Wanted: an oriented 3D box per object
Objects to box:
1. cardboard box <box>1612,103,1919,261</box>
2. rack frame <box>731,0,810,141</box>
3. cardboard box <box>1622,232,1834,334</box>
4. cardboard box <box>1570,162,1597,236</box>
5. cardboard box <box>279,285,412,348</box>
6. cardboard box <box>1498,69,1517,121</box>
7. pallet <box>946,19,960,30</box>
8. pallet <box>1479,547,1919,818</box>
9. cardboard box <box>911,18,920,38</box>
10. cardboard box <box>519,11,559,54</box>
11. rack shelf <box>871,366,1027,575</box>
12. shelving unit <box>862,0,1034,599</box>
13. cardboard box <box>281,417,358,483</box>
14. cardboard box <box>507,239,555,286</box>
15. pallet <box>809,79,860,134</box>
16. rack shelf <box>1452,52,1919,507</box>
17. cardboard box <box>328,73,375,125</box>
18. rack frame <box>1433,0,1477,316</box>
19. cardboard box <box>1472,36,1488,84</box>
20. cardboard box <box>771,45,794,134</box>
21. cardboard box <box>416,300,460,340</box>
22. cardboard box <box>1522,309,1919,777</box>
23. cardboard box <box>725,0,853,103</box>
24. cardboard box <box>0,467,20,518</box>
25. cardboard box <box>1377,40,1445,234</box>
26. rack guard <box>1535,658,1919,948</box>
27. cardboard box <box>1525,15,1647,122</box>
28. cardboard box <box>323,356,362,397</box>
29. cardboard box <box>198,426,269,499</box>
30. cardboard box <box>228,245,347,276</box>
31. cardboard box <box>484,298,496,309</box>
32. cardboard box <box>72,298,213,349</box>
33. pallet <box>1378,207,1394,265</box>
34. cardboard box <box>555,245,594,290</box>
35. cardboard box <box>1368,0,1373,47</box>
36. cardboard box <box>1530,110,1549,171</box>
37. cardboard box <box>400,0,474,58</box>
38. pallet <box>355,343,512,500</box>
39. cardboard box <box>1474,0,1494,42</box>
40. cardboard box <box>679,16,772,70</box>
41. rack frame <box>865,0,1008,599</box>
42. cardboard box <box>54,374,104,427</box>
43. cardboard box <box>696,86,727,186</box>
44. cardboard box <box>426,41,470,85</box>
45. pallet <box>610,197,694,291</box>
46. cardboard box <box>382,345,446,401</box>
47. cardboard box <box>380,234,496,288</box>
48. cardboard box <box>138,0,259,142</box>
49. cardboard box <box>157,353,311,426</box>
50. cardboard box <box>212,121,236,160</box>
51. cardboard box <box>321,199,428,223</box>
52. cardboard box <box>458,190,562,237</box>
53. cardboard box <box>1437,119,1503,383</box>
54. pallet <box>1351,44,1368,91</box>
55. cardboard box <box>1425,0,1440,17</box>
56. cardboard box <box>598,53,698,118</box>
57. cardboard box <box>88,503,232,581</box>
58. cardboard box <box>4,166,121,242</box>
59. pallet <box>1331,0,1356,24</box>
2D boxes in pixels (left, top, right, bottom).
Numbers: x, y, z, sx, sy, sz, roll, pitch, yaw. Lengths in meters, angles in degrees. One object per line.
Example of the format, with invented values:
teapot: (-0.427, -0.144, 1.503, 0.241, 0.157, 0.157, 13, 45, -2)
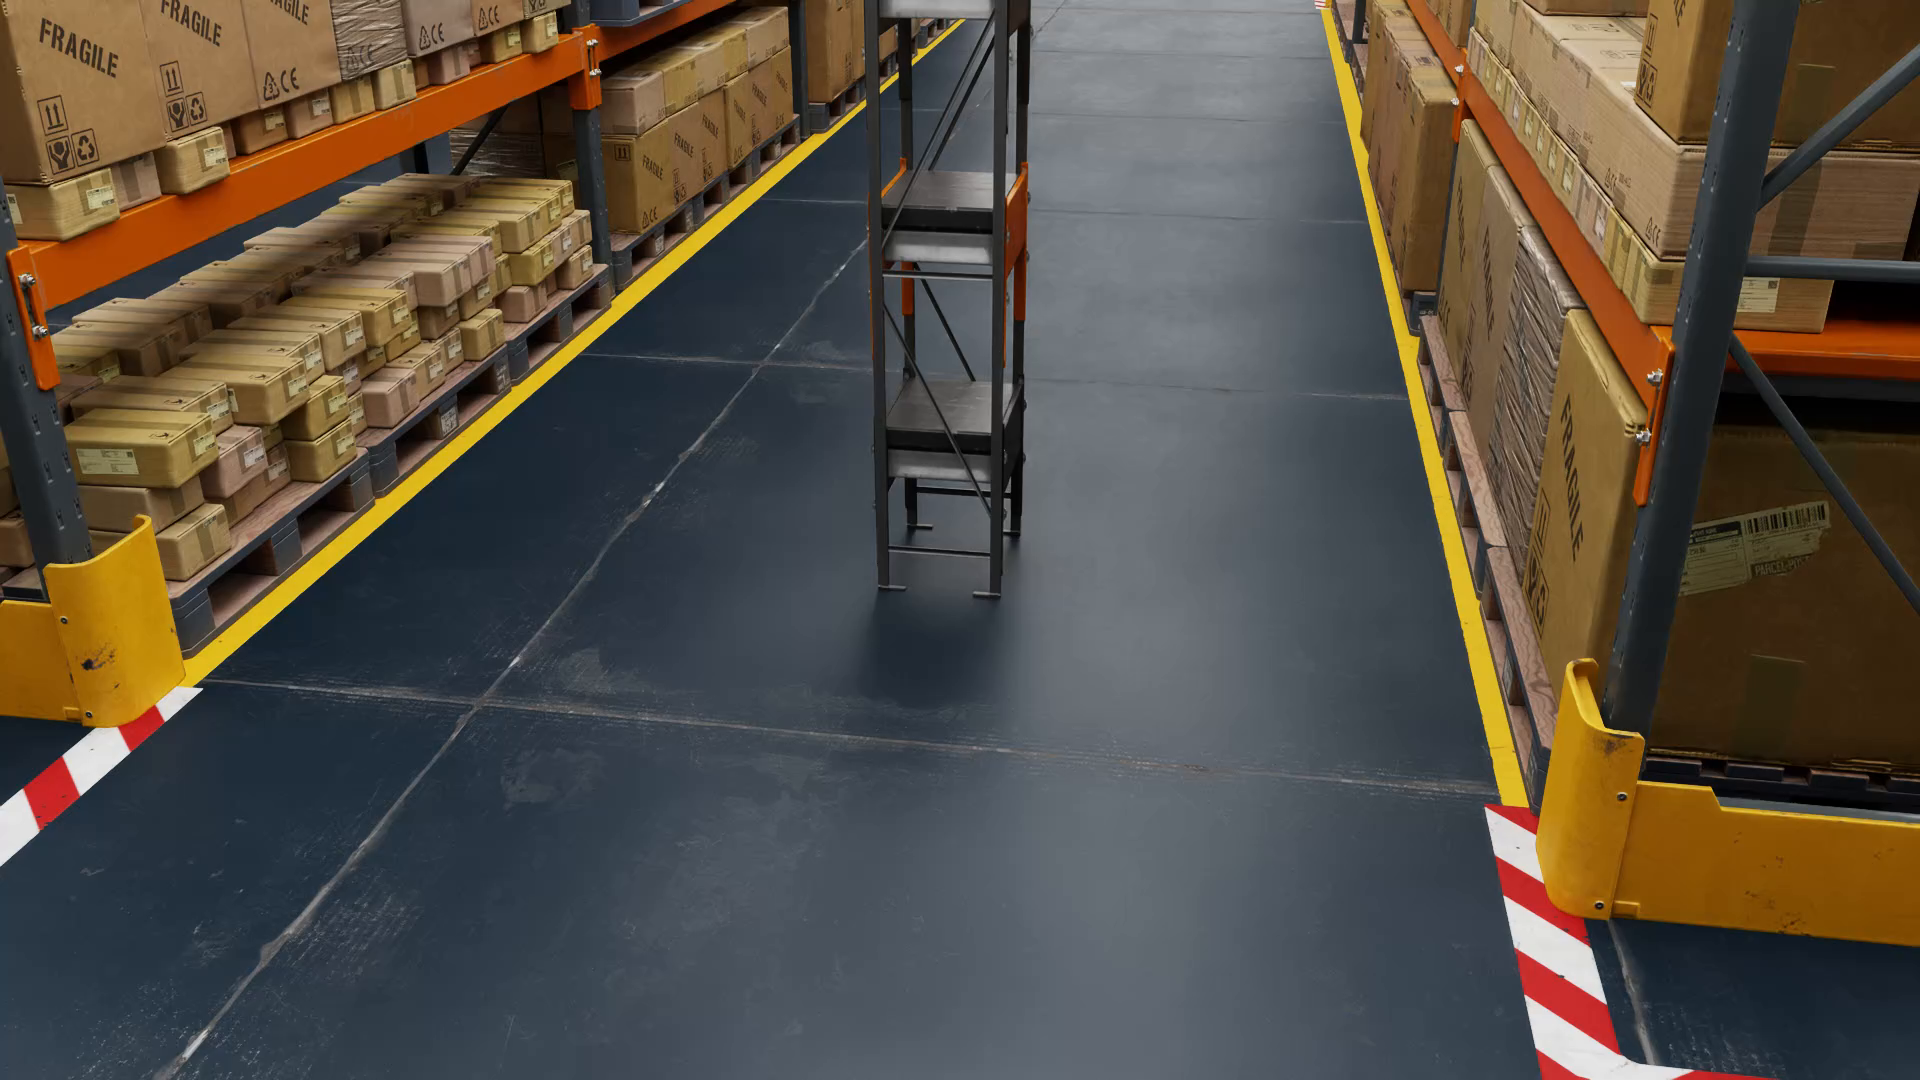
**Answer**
cardboard box: (1.810, -0.813, 3.774, 0.500, 0.250, 0.500, 4, 25, 8)
rack frame: (-1.576, -4.257, 11.306, 1.000, 3.000, 0.127, 4, 25, 9)
cardboard box: (1.726, -0.583, 3.753, 0.380, 0.149, 0.250, 5, 25, 10)
cardboard box: (1.851, -0.902, 4.434, 0.380, 0.149, 0.250, 4, 25, 9)
cardboard box: (-2.268, -0.827, 6.144, 0.380, 0.149, 0.250, 4, 25, 9)
cardboard box: (2.102, -1.546, 5.812, 0.380, 0.149, 0.250, 4, 25, 8)
pallet: (-0.524, -5.491, 17.232, 1.003, 0.211, 1.213, 4, 25, 9)
pallet: (2.046, 0.398, 4.650, 1.003, 0.211, 1.213, 4, 25, 9)
cardboard box: (-0.935, -4.835, 14.700, 1.050, 0.750, 0.750, 4, 25, 8)
cardboard box: (-1.981, -2.219, 7.249, 0.380, 0.149, 0.250, 3, 25, 7)
rack shelf: (-0.027, -0.235, 5.460, 0.431, 0.518, 0.480, 4, 25, 9)
shelving unit: (-0.027, -0.882, 5.157, 0.431, 2.100, 0.503, 4, 25, 9)
cardboard box: (-2.337, -0.326, 5.775, 0.380, 0.149, 0.250, 4, 25, 9)
cardboard box: (-2.026, -1.236, 7.370, 0.380, 0.149, 0.250, 3, 25, 7)
pallet: (-1.373, -3.318, 12.590, 1.003, 0.211, 1.213, 4, 25, 9)
rack shelf: (2.320, -1.036, 5.273, 1.077, 0.370, 4.000, 4, 25, 9)
cardboard box: (-2.303, -1.566, 5.853, 0.380, 0.149, 0.250, 5, 26, 10)
rack frame: (2.647, -2.198, 6.907, 1.000, 3.000, 0.127, 4, 25, 9)
cardboard box: (2.227, -1.874, 6.511, 0.380, 0.149, 0.250, 3, 25, 7)
cardboard box: (-1.426, -3.021, 11.120, 0.500, 0.500, 0.500, 4, 25, 8)
cardboard box: (-2.250, -0.920, 6.693, 0.380, 0.149, 0.250, 3, 25, 6)
cardboard box: (2.019, -0.026, 4.278, 0.875, 0.875, 0.875, 4, 25, 9)
cardboard box: (-1.388, -3.677, 12.225, 1.050, 0.750, 0.750, 4, 25, 8)
cardboard box: (-3.079, -0.185, 5.124, 0.380, 0.149, 0.250, 3, 25, 7)
cardboard box: (2.877, -2.069, 8.642, 1.225, 0.875, 0.875, 3, 25, 7)
rack guard: (1.989, 0.617, 3.842, 1.175, 0.500, 0.348, 4, 25, 9)
cardboard box: (2.058, -1.456, 5.148, 0.500, 0.250, 0.500, 4, 25, 9)
cardboard box: (-2.393, -0.582, 5.973, 0.380, 0.149, 0.250, 3, 25, 6)
cardboard box: (-2.445, -0.257, 5.277, 0.380, 0.149, 0.250, 4, 25, 8)
cardboard box: (-2.692, -1.071, 6.666, 0.380, 0.149, 0.250, 3, 25, 6)
cardboard box: (-2.226, -0.976, 7.164, 0.380, 0.149, 0.250, 3, 25, 7)
cardboard box: (-2.939, -0.757, 5.994, 0.380, 0.149, 0.250, 5, 26, 10)
pallet: (2.895, -1.775, 9.292, 1.003, 0.211, 1.213, 4, 25, 9)
cardboard box: (-1.958, -1.295, 7.846, 0.380, 0.149, 0.250, 4, 25, 9)
cardboard box: (3.832, -4.356, 13.947, 0.700, 0.500, 0.500, 2, 25, 4)
cardboard box: (1.976, -1.222, 5.119, 0.380, 0.149, 0.250, 5, 25, 10)
cardboard box: (-2.199, -2.117, 6.266, 0.500, 0.500, 0.500, 4, 25, 8)
pallet: (-2.502, -0.526, 6.624, 1.003, 0.211, 1.213, 4, 25, 9)
cardboard box: (2.311, -2.086, 6.495, 0.500, 0.250, 0.500, 4, 25, 8)
cardboard box: (-1.501, -3.138, 10.485, 0.500, 0.250, 0.500, 4, 25, 9)
rack frame: (-0.067, -0.780, 4.939, 0.400, 2.100, 0.015, 4, 25, 9)
cardboard box: (-2.950, -0.419, 5.274, 0.380, 0.149, 0.250, 5, 25, 10)
cardboard box: (-1.691, -2.374, 9.737, 0.500, 0.500, 0.500, 4, 25, 9)
cardboard box: (-2.164, -1.890, 6.545, 0.380, 0.149, 0.250, 3, 25, 6)
pallet: (-2.104, -1.647, 9.019, 1.003, 0.211, 1.213, 4, 25, 9)
cardboard box: (-2.243, -0.655, 6.478, 0.380, 0.149, 0.250, 4, 25, 9)
cardboard box: (-2.140, -1.148, 6.831, 0.380, 0.149, 0.250, 3, 25, 6)
cardboard box: (-2.476, -1.485, 4.916, 0.500, 0.500, 0.500, 4, 25, 9)
cardboard box: (-2.369, -0.495, 5.435, 0.380, 0.149, 0.250, 4, 25, 8)
cardboard box: (-2.503, -1.246, 5.170, 0.380, 0.149, 0.250, 5, 26, 11)
cardboard box: (-2.587, -1.402, 7.373, 0.380, 0.149, 0.250, 4, 25, 8)
cardboard box: (-2.034, -1.476, 7.530, 0.380, 0.149, 0.250, 4, 25, 9)
cardboard box: (2.460, -1.155, 6.691, 0.875, 0.875, 0.875, 4, 25, 9)
pallet: (3.828, -3.955, 13.951, 1.003, 0.211, 1.213, 4, 25, 9)
cardboard box: (2.620, -2.883, 8.253, 0.500, 0.500, 0.500, 4, 25, 8)
cardboard box: (-1.764, -2.495, 9.111, 0.500, 0.250, 0.500, 5, 25, 10)
cardboard box: (-2.482, -0.007, 5.094, 0.380, 0.149, 0.250, 5, 25, 10)
cardboard box: (-2.508, -0.910, 4.452, 0.380, 0.149, 0.250, 4, 25, 8)
pallet: (4.428, -5.585, 17.432, 1.003, 0.211, 1.213, 4, 25, 9)
